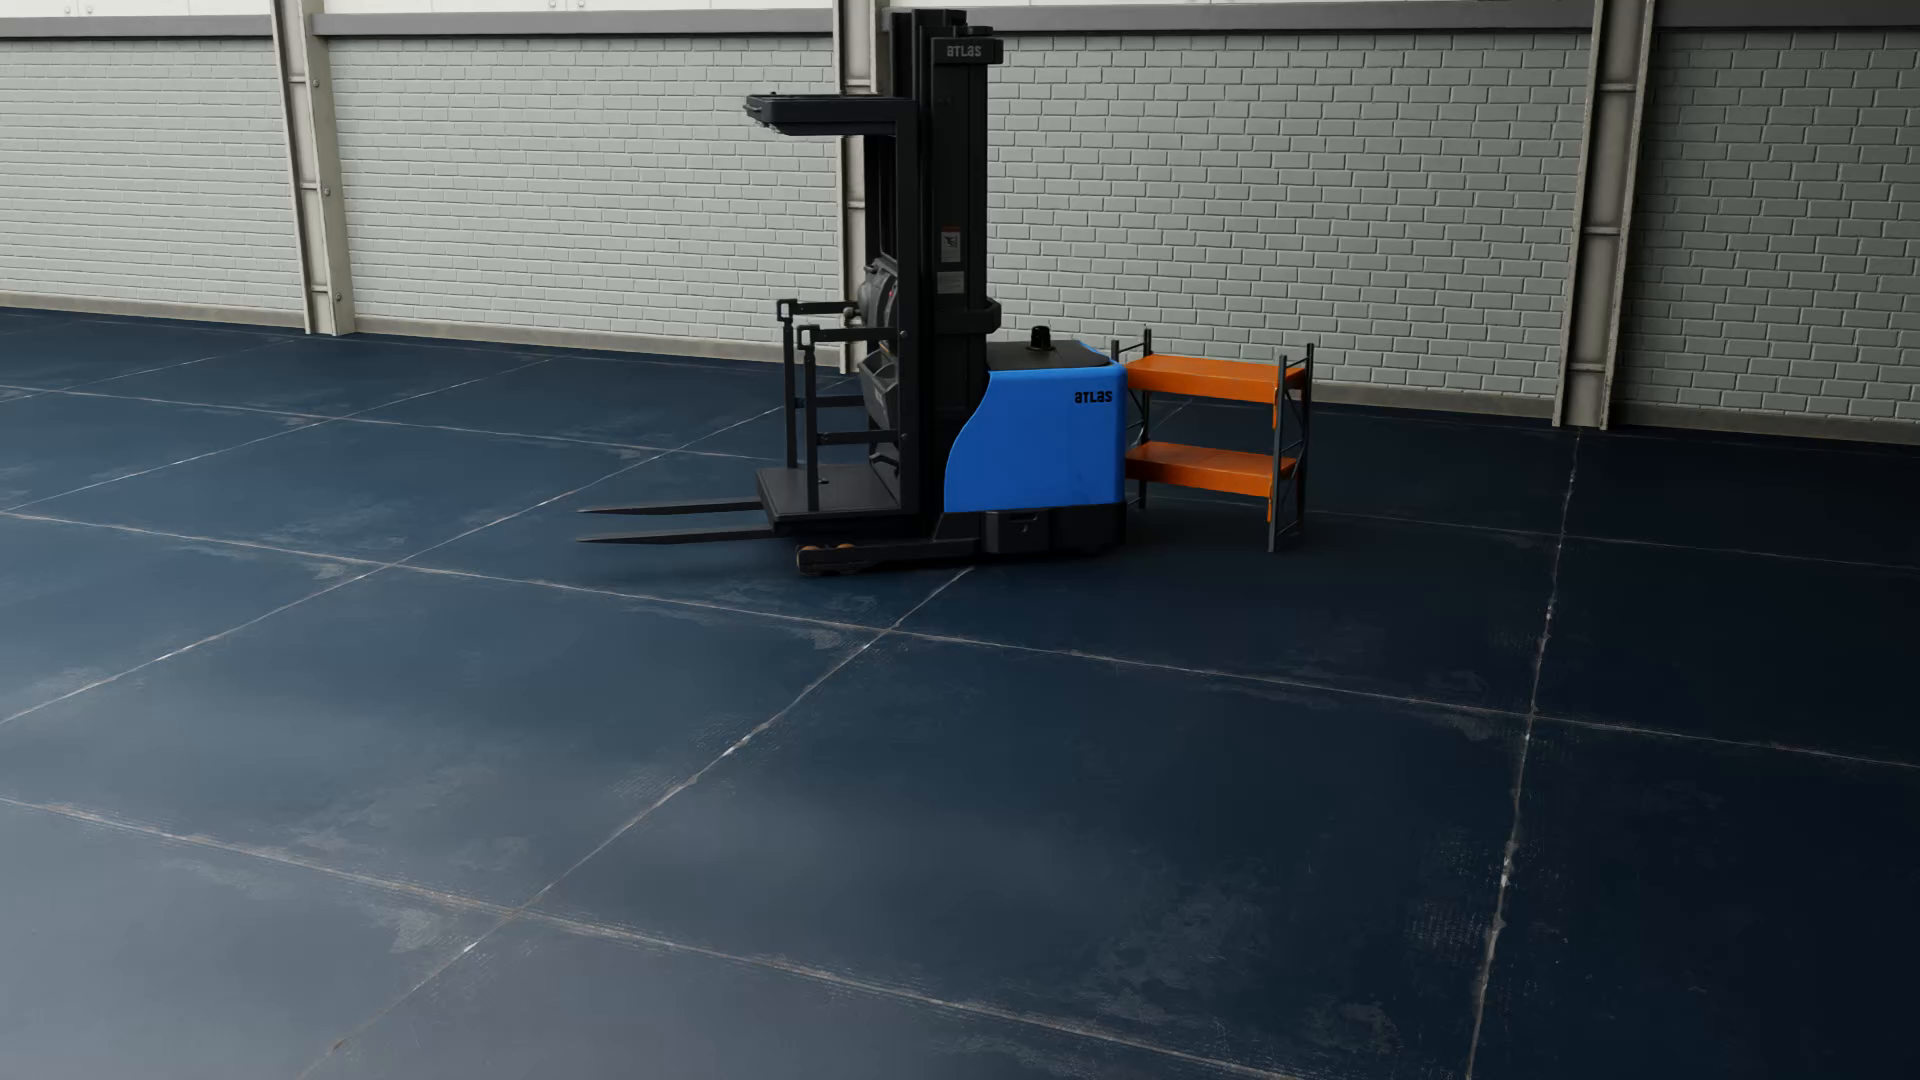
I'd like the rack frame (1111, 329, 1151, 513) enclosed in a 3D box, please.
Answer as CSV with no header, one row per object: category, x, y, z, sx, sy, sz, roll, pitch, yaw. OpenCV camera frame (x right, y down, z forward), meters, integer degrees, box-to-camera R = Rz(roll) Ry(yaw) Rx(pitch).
rack frame,1.014,-0.673,9.975,0.032,1.125,0.500,9,19,29

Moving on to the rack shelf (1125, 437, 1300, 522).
rack shelf,1.452,-0.366,9.795,1.000,0.278,0.538,9,19,29

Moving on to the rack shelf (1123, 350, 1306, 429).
rack shelf,1.452,-0.882,9.646,1.000,0.278,0.538,9,19,29

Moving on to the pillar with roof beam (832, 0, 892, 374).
pillar with roof beam,-2.408,-4.708,9.749,0.400,9.000,9.100,6,17,21

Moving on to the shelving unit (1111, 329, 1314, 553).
shelving unit,1.452,-0.601,9.727,1.048,1.125,0.538,9,19,29

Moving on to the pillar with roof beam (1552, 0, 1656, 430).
pillar with roof beam,3.173,-4.094,7.635,0.400,9.000,9.100,6,17,21

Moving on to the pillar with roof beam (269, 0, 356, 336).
pillar with roof beam,-7.990,-5.322,11.864,0.400,9.000,9.100,6,17,21

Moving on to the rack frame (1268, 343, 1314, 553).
rack frame,1.890,-0.529,9.479,0.032,1.125,0.500,9,19,29

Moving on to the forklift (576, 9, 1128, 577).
forklift,-0.633,-1.370,9.135,3.031,2.935,1.130,-3,17,-12
